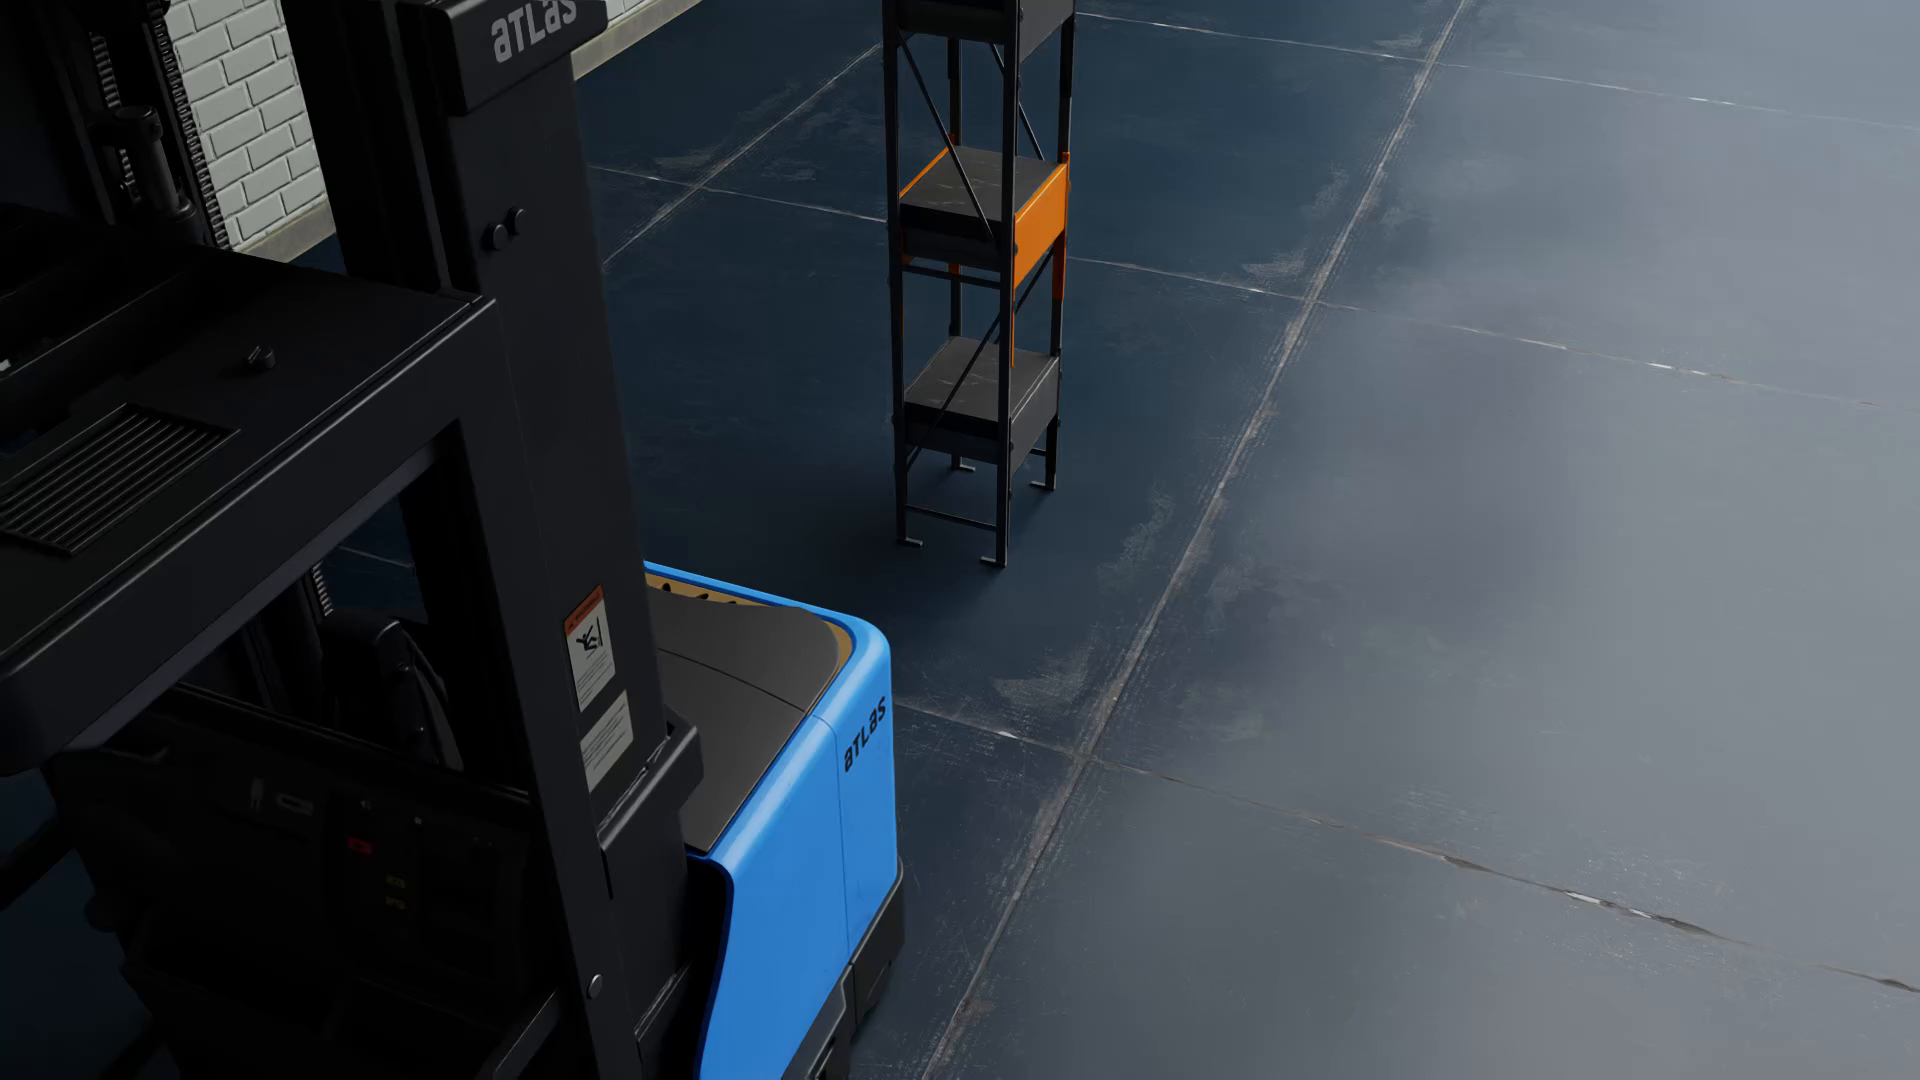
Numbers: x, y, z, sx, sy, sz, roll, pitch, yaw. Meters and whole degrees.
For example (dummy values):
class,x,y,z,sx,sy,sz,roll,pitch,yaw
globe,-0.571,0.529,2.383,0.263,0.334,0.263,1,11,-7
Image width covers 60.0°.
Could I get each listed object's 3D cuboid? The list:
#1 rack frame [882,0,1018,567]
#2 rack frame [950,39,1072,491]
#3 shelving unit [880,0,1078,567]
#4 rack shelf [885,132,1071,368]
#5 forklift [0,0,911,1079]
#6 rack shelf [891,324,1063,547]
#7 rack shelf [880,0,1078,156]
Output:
class,x,y,z,sx,sy,sz,roll,pitch,yaw
rack frame,-0.030,-0.798,5.063,0.400,2.100,0.015,14,39,18
rack frame,0.156,-1.068,5.425,0.400,2.100,0.015,14,39,18
shelving unit,0.063,-0.933,5.244,0.431,2.100,0.503,14,39,18
rack shelf,0.063,-0.922,5.252,0.431,0.518,0.480,14,39,18
forklift,-1.155,0.563,2.549,1.130,2.935,3.031,14,39,18
rack shelf,0.063,-0.361,5.671,0.431,0.518,0.480,14,39,18
rack shelf,0.063,-1.482,4.833,0.431,0.518,0.480,14,39,18
